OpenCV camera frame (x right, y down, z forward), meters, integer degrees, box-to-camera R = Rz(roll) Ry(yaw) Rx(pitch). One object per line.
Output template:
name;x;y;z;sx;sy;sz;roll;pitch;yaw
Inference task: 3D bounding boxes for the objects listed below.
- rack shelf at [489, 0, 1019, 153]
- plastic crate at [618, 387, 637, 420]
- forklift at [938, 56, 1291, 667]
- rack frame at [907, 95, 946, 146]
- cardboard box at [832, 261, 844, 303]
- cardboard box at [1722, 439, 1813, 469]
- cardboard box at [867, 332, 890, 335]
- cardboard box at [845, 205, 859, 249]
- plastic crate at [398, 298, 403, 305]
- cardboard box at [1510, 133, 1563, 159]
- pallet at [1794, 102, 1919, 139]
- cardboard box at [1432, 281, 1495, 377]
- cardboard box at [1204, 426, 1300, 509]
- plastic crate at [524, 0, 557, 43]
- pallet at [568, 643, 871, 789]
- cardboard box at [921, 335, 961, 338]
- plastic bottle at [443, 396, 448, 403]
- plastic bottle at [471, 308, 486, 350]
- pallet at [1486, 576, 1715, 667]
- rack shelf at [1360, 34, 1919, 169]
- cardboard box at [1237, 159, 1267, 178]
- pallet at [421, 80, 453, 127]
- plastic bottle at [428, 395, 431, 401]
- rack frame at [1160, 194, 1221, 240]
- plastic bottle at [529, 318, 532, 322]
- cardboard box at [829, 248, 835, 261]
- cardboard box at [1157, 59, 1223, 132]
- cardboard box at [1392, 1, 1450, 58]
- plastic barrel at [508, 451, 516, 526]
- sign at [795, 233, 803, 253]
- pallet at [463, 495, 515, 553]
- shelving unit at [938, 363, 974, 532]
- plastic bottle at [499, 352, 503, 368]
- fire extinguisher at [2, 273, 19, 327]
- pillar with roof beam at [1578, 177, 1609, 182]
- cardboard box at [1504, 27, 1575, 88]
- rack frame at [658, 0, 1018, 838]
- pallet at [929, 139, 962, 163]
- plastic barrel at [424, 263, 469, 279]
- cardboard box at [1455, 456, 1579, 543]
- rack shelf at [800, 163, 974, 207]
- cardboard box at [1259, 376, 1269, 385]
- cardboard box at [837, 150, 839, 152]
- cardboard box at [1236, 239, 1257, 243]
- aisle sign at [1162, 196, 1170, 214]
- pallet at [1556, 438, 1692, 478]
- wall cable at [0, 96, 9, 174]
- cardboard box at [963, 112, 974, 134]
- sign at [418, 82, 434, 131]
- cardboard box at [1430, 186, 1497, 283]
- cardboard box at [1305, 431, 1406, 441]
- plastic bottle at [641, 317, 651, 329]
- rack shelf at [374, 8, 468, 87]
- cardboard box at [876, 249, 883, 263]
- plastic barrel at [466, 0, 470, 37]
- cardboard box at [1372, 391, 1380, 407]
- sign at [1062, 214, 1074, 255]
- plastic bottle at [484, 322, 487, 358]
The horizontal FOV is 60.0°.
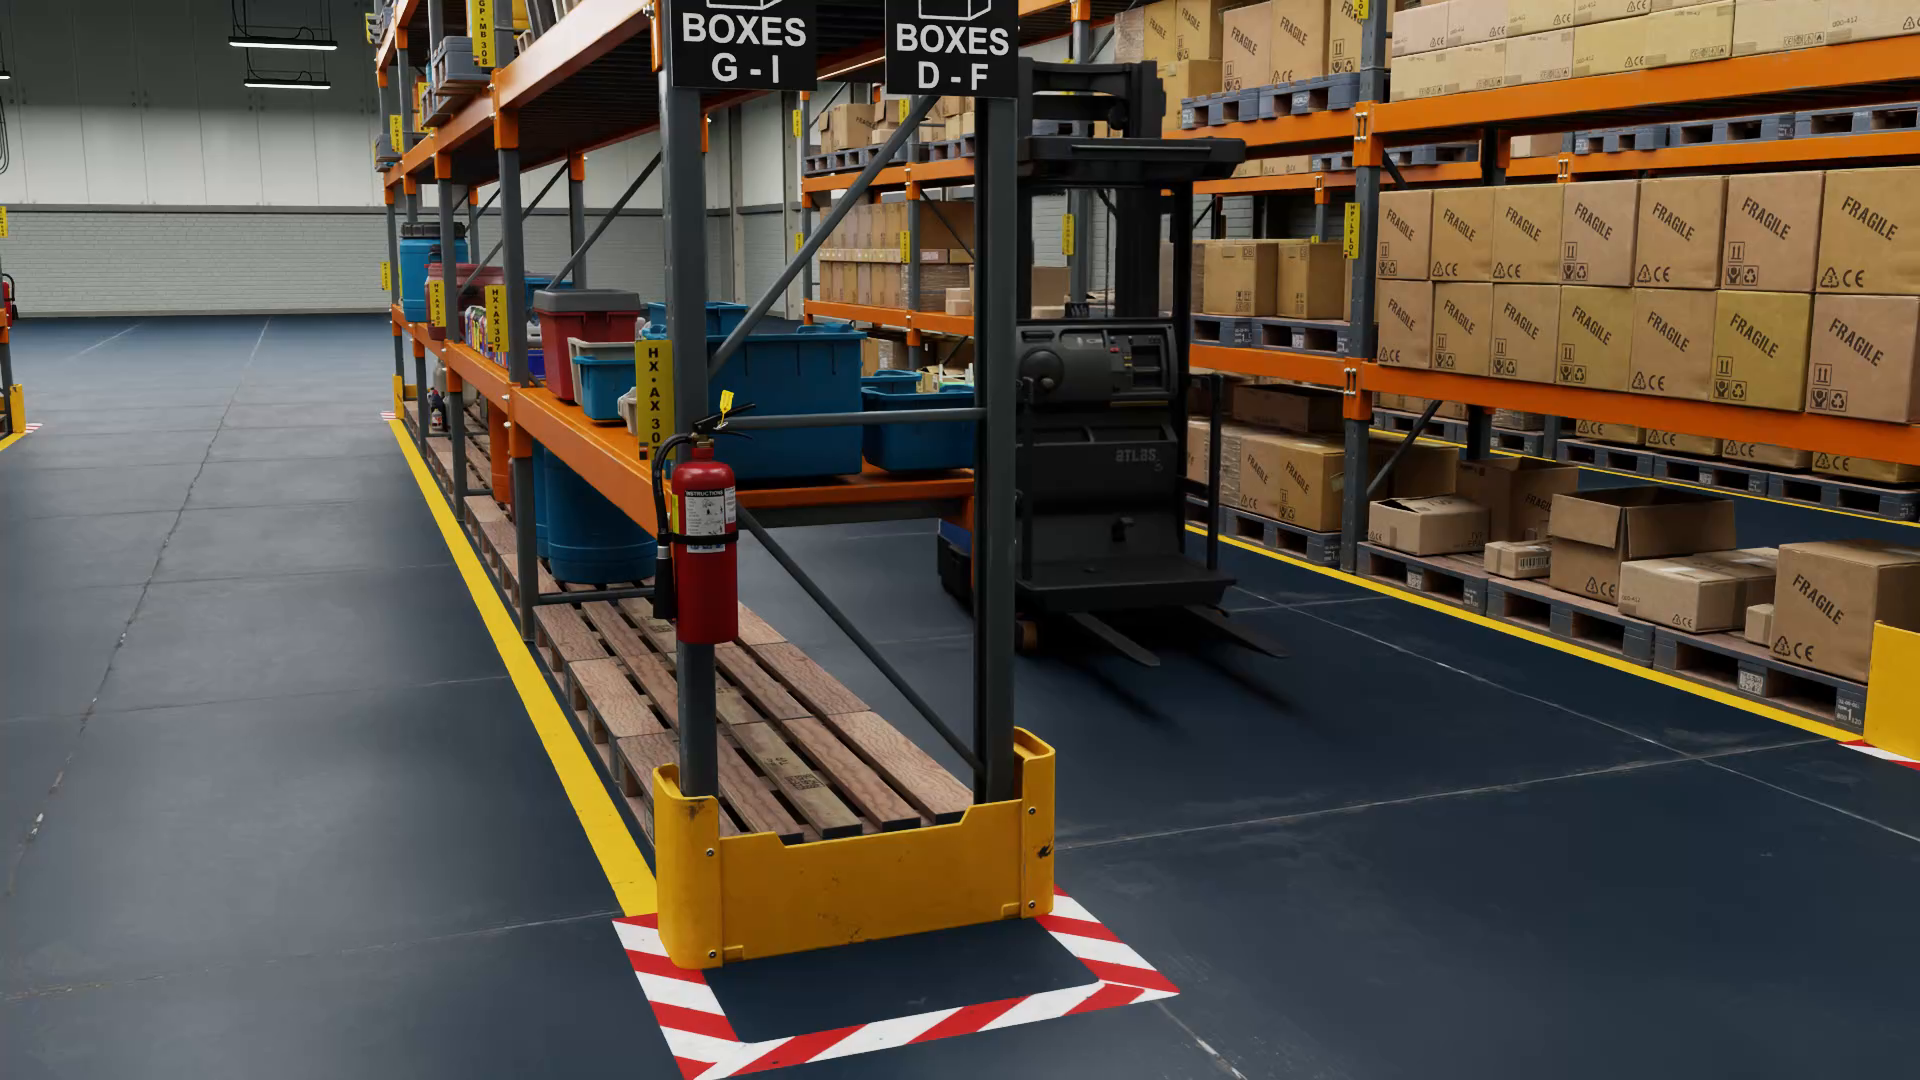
rack shelf;-1.048;-1.787;6.390;1.077;0.370;4.000;-4;11;-21
plastic crate;-1.127;-0.499;6.239;0.298;0.136;0.250;-4;11;-21
forklift;0.740;-0.956;8.426;1.130;2.935;3.031;-3;10;-15
rack frame;-0.053;-5.564;17.005;1.000;3.000;0.127;-4;11;-21
cardboard box;-1.151;-3.150;20.279;0.700;0.500;0.500;-4;11;-19
cardboard box;6.780;-1.011;13.476;0.750;0.750;0.750;-4;11;-19
cardboard box;-1.140;-2.222;19.855;0.500;0.500;0.500;-4;11;-21
cardboard box;-0.947;-3.698;19.654;0.700;0.500;0.500;-4;11;-21
plastic crate;-6.096;-2.653;18.524;0.298;0.136;0.250;-4;11;-21
cardboard box;5.499;-3.816;15.938;0.500;0.311;0.500;-4;11;-21
pallet;7.083;-3.149;12.538;0.805;0.209;1.217;-4;11;-23
cardboard box;2.965;-1.170;9.147;0.500;0.500;0.500;-4;11;-20
cardboard box;2.047;-0.516;11.637;0.500;0.500;0.500;-4;11;-20
plastic crate;-1.578;-2.183;6.936;0.497;0.269;0.590;-4;11;-21
pallet;-1.024;0.699;6.887;1.003;0.211;1.213;-4;11;-21
cardboard box;-0.292;-2.091;19.123;0.500;0.500;0.500;-4;11;-21
plastic bottle;-5.114;-1.304;16.706;0.152;0.276;0.135;-4;11;-21
plastic bottle;-3.199;-1.416;11.170;0.152;0.276;0.135;-4;11;-21
pallet;3.540;0.380;8.681;1.003;0.211;1.213;-4;11;-21
rack shelf;3.571;-2.101;8.154;1.077;0.370;4.000;-4;11;-21
cardboard box;3.741;-4.699;20.366;0.500;0.500;0.500;-4;11;-23
pallet;-3.036;-2.896;11.113;1.003;0.211;1.213;-4;11;-21
plastic bottle;-5.341;-1.318;16.764;0.061;0.283;0.133;-3;11;-17
rack frame;3.113;-3.578;22.971;1.000;3.000;0.127;-4;11;-21
plastic bottle;-2.555;-1.184;9.879;0.097;0.271;0.097;0;10;0
cardboard box;-1.374;-3.470;20.227;0.380;0.149;0.250;-4;11;-21
cardboard box;1.959;-3.246;12.255;0.910;0.500;0.500;-4;11;-21
cardboard box;2.790;-2.859;9.361;0.500;0.250;0.500;-4;11;-21
plastic barrel;-2.619;-0.400;10.791;0.600;0.588;0.708;-4;11;-21
sign;-2.022;-3.694;20.925;0.100;0.325;0.005;-4;11;-21
pallet;-2.897;-0.145;11.631;1.003;0.211;1.213;-4;11;-21
shelving unit;0.060;-0.564;11.163;0.258;1.200;0.503;-4;11;-21
plastic bottle;-2.580;-1.137;9.604;0.152;0.276;0.135;-4;11;-21
fire extinguisher;-10.349;-2.645;17.946;0.296;0.674;0.183;-4;11;-21
pillar with roof beam;2.335;-5.220;15.071;9.100;9.000;0.400;-4;11;-21
cardboard box;3.149;-2.449;8.485;0.500;0.250;0.500;-4;11;-21
rack frame;-0.323;-0.338;4.755;1.000;3.000;0.127;-4;11;-21
pallet;0.278;-3.850;16.479;0.805;0.209;1.217;-4;11;-23
plastic barrel;-4.529;-2.193;14.798;0.433;0.535;0.433;0;10;0
cardboard box;3.317;-0.215;9.948;0.500;0.500;0.500;-4;11;-21
rack shelf;-0.778;-4.059;19.166;1.077;0.370;4.000;-4;11;-21
cardboard box;4.001;-2.001;20.987;0.380;0.149;0.250;-5;11;-25
cardboard box;-1.241;-4.689;19.768;0.380;0.149;0.250;-4;11;-21
cardboard box;3.744;-3.452;20.492;0.500;0.500;0.500;-4;11;-23
aisle sign;2.807;-4.851;22.703;0.394;0.787;0.004;-4;11;-21
pallet;6.227;-0.766;15.124;1.003;0.211;1.213;-4;11;-21
wall cable;-27.039;-12.209;44.652;2.305;6.003;0.169;-4;11;-21
cardboard box;0.363;-4.029;16.172;0.500;0.250;0.500;-5;11;-26
sign;-3.732;-3.033;11.639;0.100;0.325;0.005;-4;11;-21
cardboard box;2.942;-1.667;9.087;0.500;0.500;0.500;-4;11;-23
cardboard box;2.694;-0.471;11.386;0.500;0.500;0.500;-4;11;-20
plastic bottle;-1.829;-1.165;9.739;0.061;0.283;0.133;-4;11;-21
rack shelf;-5.396;-5.026;17.174;1.077;0.370;4.000;-4;11;-21
cardboard box;-0.718;-3.176;18.572;0.380;0.149;0.250;-4;11;-21
plastic barrel;-3.019;-3.446;11.237;0.600;0.830;0.708;-4;11;-21
cardboard box;4.845;-1.792;18.812;0.700;0.500;0.500;-4;11;-19
sign;0.880;-2.492;13.557;0.100;0.325;0.005;-4;11;-21
plastic bottle;-2.931;-1.280;10.419;0.097;0.271;0.097;0;10;0
